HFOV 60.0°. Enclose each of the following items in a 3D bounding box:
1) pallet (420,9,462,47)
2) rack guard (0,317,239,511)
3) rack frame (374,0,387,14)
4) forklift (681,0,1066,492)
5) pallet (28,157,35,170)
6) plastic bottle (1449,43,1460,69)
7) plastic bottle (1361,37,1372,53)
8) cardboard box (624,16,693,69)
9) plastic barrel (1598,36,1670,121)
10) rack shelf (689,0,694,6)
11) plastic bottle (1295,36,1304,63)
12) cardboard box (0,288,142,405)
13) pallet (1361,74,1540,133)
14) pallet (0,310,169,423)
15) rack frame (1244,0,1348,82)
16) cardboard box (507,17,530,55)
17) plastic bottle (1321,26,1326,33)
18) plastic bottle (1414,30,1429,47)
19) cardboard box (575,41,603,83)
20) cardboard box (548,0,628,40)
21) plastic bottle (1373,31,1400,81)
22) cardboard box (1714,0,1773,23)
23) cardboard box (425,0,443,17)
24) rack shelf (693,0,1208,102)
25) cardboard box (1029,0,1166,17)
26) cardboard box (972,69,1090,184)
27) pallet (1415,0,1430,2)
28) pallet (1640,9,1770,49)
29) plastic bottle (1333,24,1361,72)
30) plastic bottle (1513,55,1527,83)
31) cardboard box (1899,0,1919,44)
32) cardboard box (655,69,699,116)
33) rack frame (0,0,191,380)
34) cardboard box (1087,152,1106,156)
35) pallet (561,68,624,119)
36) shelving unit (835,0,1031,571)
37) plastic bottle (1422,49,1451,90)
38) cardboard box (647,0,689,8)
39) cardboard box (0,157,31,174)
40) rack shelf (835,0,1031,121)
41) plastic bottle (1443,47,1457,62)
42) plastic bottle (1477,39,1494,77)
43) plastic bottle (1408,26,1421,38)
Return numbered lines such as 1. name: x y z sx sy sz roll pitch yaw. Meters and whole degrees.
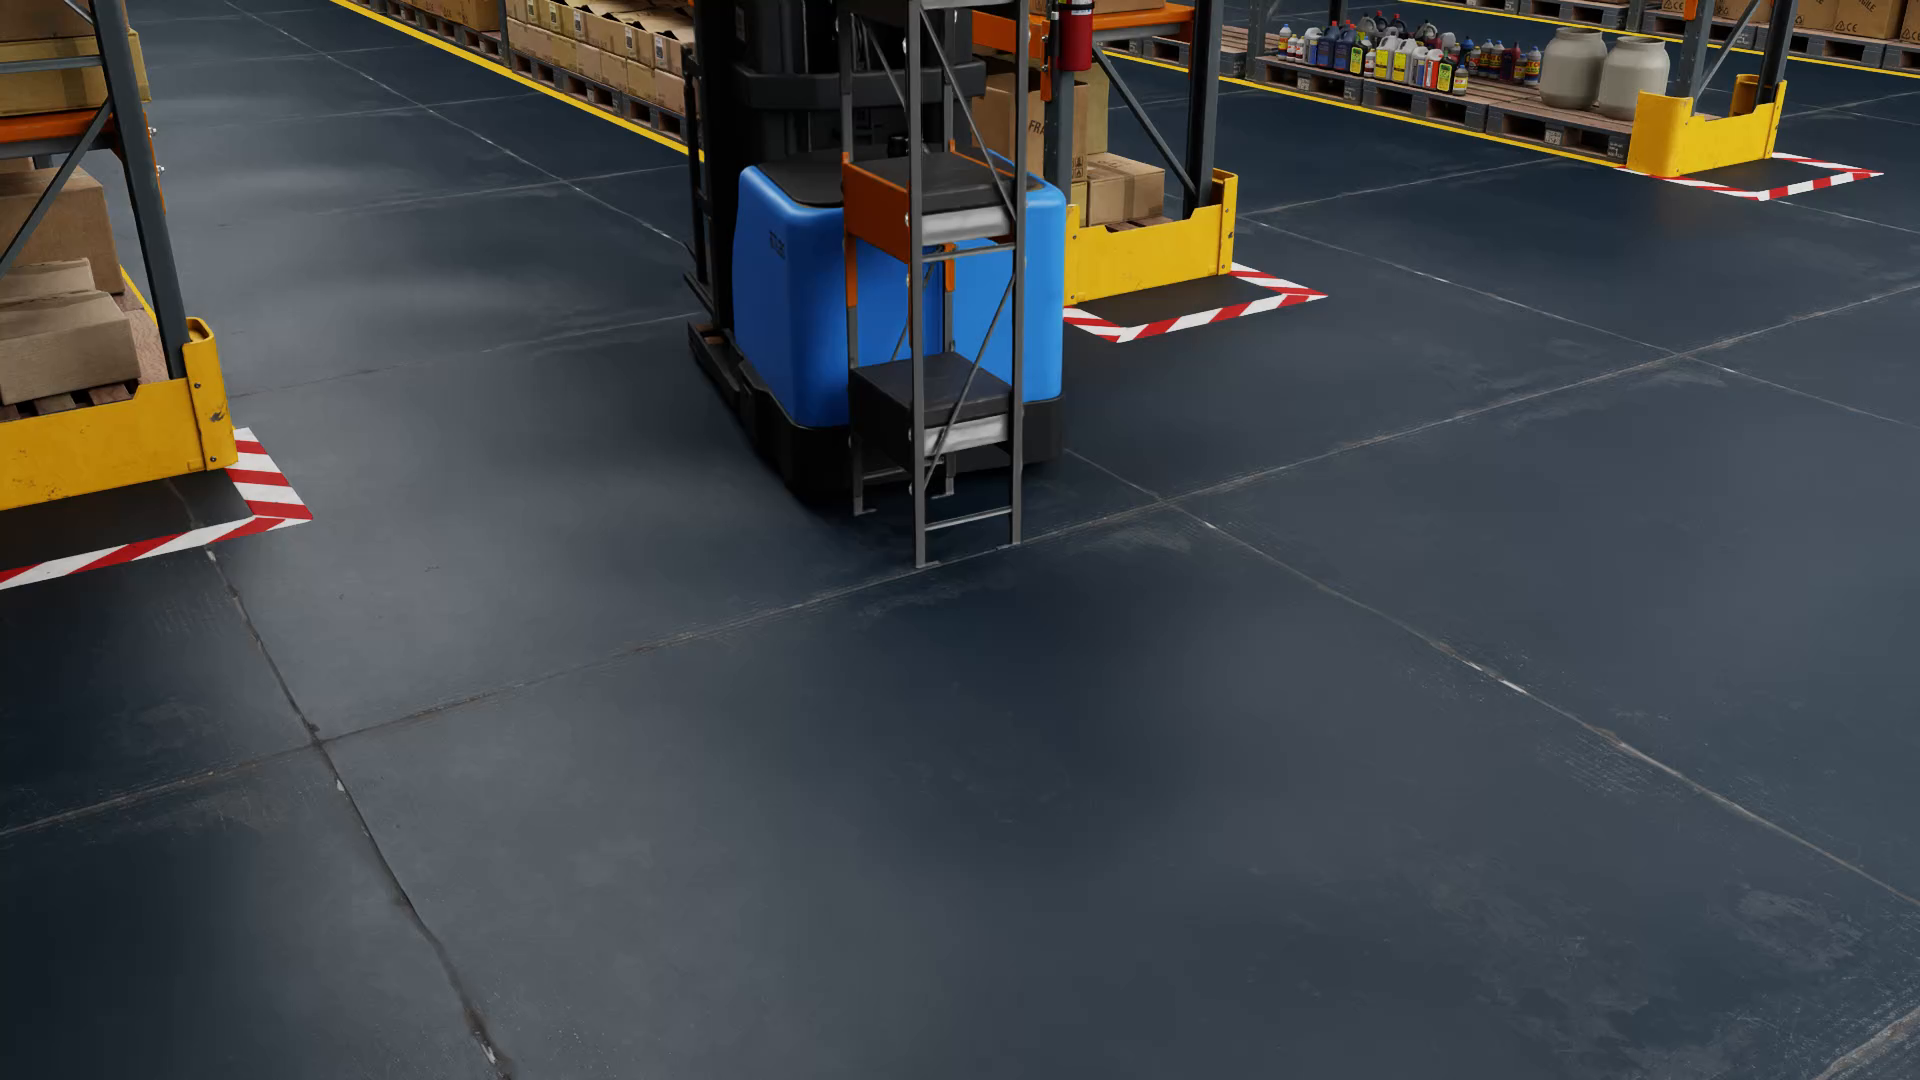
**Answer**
1. pallet: -4.549 -5.014 16.125 1.003 0.211 1.213 -16 29 -30
2. rack guard: -3.334 -0.443 6.103 1.175 0.500 0.348 -16 29 -30
3. rack frame: -5.695 -6.994 17.052 1.000 3.000 0.127 -16 29 -30
4. forklift: -0.579 -2.104 6.774 1.130 2.935 3.031 -9 27 -18
5. pallet: -5.903 -1.994 9.727 1.003 0.211 1.213 -16 29 -30
6. plastic bottle: 3.871 -3.777 13.000 0.097 0.201 0.097 0 25 0
7. plastic bottle: 3.132 -3.754 12.869 0.097 0.271 0.097 0 25 0
8. cardboard box: -2.078 -3.596 11.925 0.500 0.311 0.500 -15 29 -28
9. plastic barrel: 4.585 -3.138 11.305 0.421 0.512 0.421 0 25 0
10. rack shelf: -2.420 -4.523 12.660 1.077 0.370 4.000 -16 29 -30
11. plastic bottle: 2.742 -3.930 13.325 0.097 0.201 0.097 0 25 0
12. cardboard box: -3.595 -0.798 6.561 0.500 0.311 0.500 -19 32 -35
13. pallet: 3.826 -3.338 12.574 1.003 0.211 1.213 -16 29 -30
14. pallet: -3.748 -0.611 6.798 1.003 0.211 1.213 -16 29 -30
15. rack frame: 2.824 -5.286 13.433 1.000 3.000 0.127 -16 29 -30
16. cardboard box: -3.472 -4.254 13.977 0.500 0.250 0.500 -16 29 -30
17. plastic bottle: 2.919 -3.956 13.283 0.061 0.283 0.133 -16 29 -30
18. plastic bottle: 3.627 -3.876 13.113 0.061 0.283 0.133 -16 29 -30
19. cardboard box: -2.628 -3.707 12.817 0.500 0.250 0.500 -15 29 -29
20. cardboard box: -2.901 -4.139 13.076 0.500 0.311 0.500 -16 30 -31
21. plastic bottle: 3.252 -3.682 12.623 0.144 0.351 0.185 -16 30 -30
22. cardboard box: 7.478 -5.144 15.569 0.500 0.500 0.500 -6 26 -13
23. cardboard box: -4.793 -5.283 15.841 0.500 0.500 0.500 -17 30 -31
24. rack shelf: -0.236 -3.092 9.629 1.077 0.370 4.000 -16 29 -30
25. cardboard box: 0.612 -2.917 8.299 0.700 0.500 0.500 -16 29 -30
26. cardboard box: 0.314 -2.110 8.557 0.500 0.500 0.500 -16 29 -30
27. pallet: 5.216 -6.330 18.911 1.003 0.211 1.213 -16 29 -30
28. pallet: 7.370 -4.947 15.982 1.003 0.211 1.213 -16 29 -30
29. plastic bottle: 3.020 -3.834 12.945 0.144 0.351 0.185 -17 30 -32
30. plastic bottle: 4.223 -3.547 12.512 0.097 0.201 0.097 0 25 0
31. cardboard box: 8.476 -4.502 14.209 0.500 0.500 0.500 -8 26 -16
32. cardboard box: -1.797 -3.160 11.659 0.500 0.250 0.500 -16 30 -30
33. rack frame: -3.293 -1.546 5.512 1.000 3.000 0.127 -16 29 -30
34. cardboard box: 0.473 -2.070 9.351 0.500 0.250 0.500 -16 29 -30
35. pallet: -2.433 -3.563 13.050 1.003 0.211 1.213 -16 29 -30
36. shelving unit: -0.088 -0.982 5.371 0.431 2.100 0.503 -13 28 -25
37. plastic bottle: 3.523 -3.474 12.270 0.152 0.276 0.135 -15 29 -29
38. cardboard box: -2.185 -4.088 12.969 0.500 0.311 0.500 -15 29 -28
39. cardboard box: -4.876 -1.684 8.216 0.500 0.500 0.500 -18 31 -33
40. rack shelf: -0.088 -1.603 5.078 0.431 0.518 0.480 -13 28 -25
41. plastic bottle: 3.612 -3.502 12.321 0.061 0.283 0.133 -16 29 -30
42. plastic bottle: 4.038 -3.700 12.754 0.097 0.271 0.097 0 25 0
43. plastic bottle: 3.646 -3.976 13.325 0.061 0.283 0.133 -13 28 -26
